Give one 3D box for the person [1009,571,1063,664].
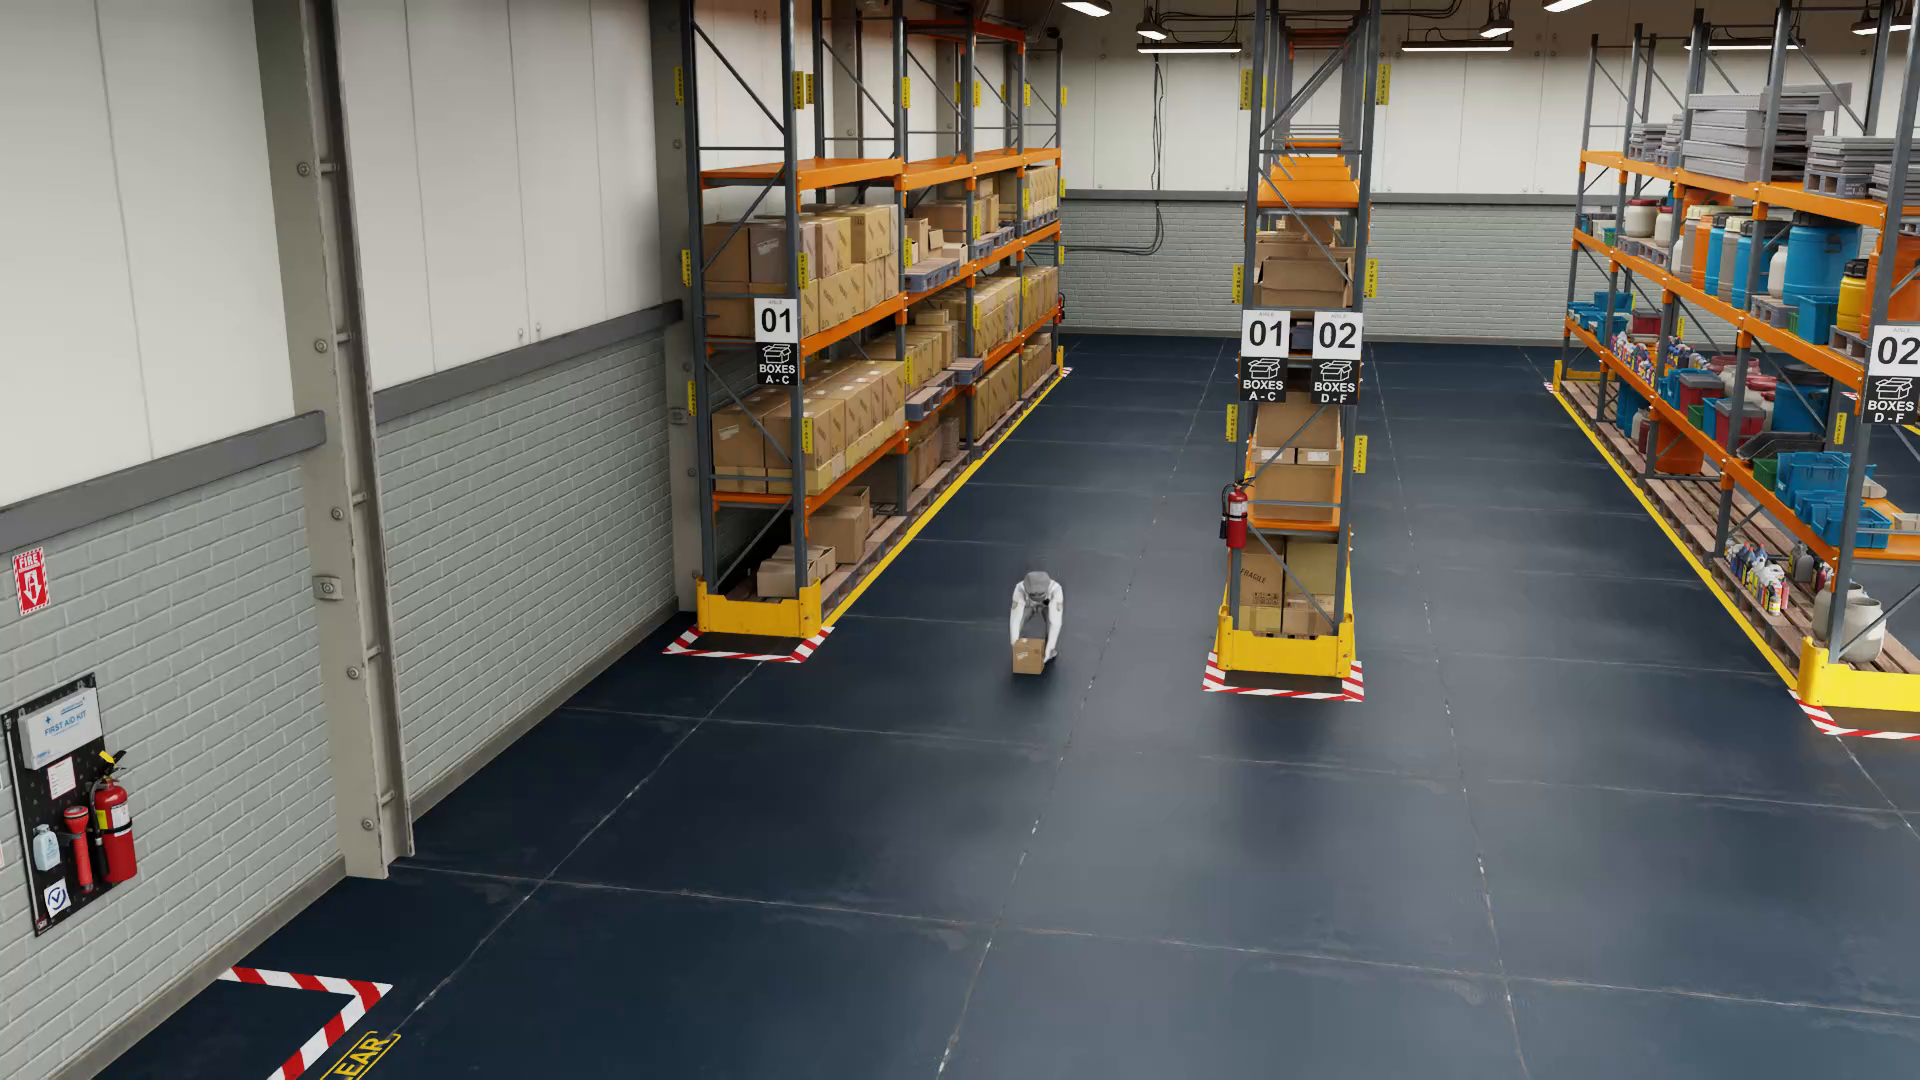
[{"bbox_3d":[0.702,0.647,15.077,0.486,0.898,0.856,3,15,11],"label":"person"}]
